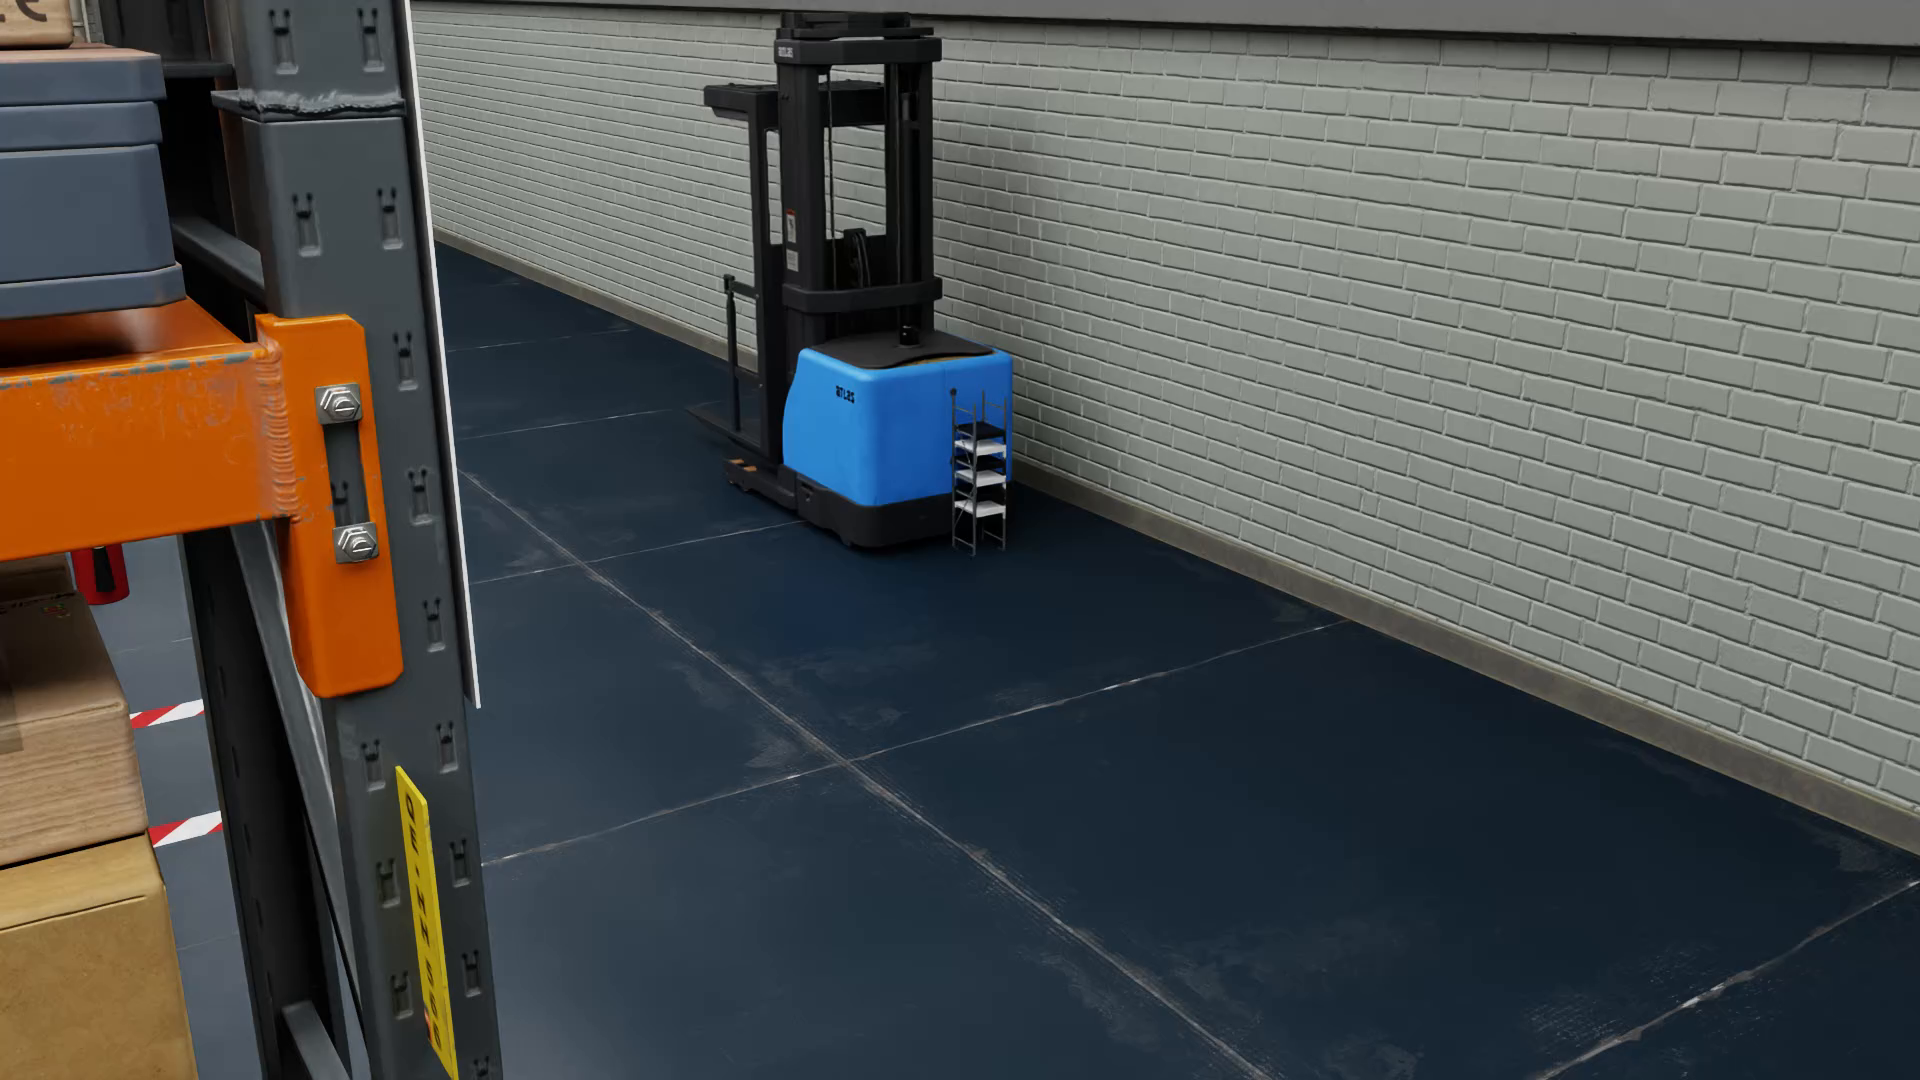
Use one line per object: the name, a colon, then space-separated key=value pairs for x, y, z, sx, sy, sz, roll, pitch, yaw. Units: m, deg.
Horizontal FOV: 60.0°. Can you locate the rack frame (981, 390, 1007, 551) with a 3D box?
rack frame: x=0.193 y=-0.393 z=9.502 sx=0.006 sy=0.900 sz=0.240 roll=-12 pitch=22 yaw=-31

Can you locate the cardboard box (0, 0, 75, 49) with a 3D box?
cardboard box: x=-1.162 y=-0.584 z=1.526 sx=0.500 sy=0.250 sz=0.500 roll=-14 pitch=23 yaw=-36

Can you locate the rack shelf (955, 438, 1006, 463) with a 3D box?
rack shelf: x=0.107 y=-0.514 z=9.403 sx=0.200 sy=0.077 sz=0.258 roll=-12 pitch=22 yaw=-31

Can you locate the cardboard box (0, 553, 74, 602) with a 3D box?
cardboard box: x=-1.285 y=0.069 z=2.125 sx=0.250 sy=0.149 sz=0.380 roll=-11 pitch=22 yaw=-30

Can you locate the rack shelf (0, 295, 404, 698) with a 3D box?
rack shelf: x=-2.506 y=0.181 z=0.964 sx=4.000 sy=0.370 sz=1.077 roll=-12 pitch=22 yaw=-31

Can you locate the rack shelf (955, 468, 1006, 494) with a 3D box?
rack shelf: x=0.107 y=-0.344 z=9.461 sx=0.200 sy=0.077 sz=0.258 roll=-12 pitch=22 yaw=-31

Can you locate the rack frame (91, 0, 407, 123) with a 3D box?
rack frame: x=-0.836 y=-1.933 z=1.411 sx=0.127 sy=3.000 sz=1.000 roll=-12 pitch=22 yaw=-31

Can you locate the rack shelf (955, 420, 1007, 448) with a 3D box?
rack shelf: x=0.107 y=-0.600 z=9.374 sx=0.200 sy=0.077 sz=0.258 roll=-12 pitch=22 yaw=-31

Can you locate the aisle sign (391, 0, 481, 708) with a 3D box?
aisle sign: x=-0.605 y=-0.252 z=1.747 sx=0.004 sy=0.787 sz=0.394 roll=-12 pitch=22 yaw=-31

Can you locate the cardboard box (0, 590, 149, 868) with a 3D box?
cardboard box: x=-1.026 y=0.198 z=1.746 sx=0.250 sy=0.149 sz=0.380 roll=-12 pitch=22 yaw=-31

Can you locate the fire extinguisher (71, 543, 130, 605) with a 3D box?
fire extinguisher: x=-3.179 y=-0.105 z=6.073 sx=0.183 sy=0.674 sz=0.296 roll=-12 pitch=22 yaw=-31

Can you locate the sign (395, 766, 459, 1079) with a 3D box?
sign: x=-0.549 y=0.396 z=1.712 sx=0.005 sy=0.325 sz=0.100 roll=-12 pitch=22 yaw=-31

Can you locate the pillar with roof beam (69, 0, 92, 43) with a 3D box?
pillar with roof beam: x=-10.312 y=-8.114 z=19.693 sx=0.400 sy=9.000 sz=9.100 roll=-12 pitch=22 yaw=-31

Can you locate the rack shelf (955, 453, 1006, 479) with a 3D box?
rack shelf: x=0.107 y=-0.429 z=9.432 sx=0.200 sy=0.077 sz=0.258 roll=-12 pitch=22 yaw=-31

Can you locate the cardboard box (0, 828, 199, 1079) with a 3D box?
cardboard box: x=-1.108 y=0.537 z=1.756 sx=0.500 sy=0.500 sz=0.500 roll=-11 pitch=22 yaw=-30

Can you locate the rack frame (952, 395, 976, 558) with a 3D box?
rack frame: x=0.022 y=-0.358 z=9.398 sx=0.006 sy=0.900 sz=0.240 roll=-12 pitch=22 yaw=-31

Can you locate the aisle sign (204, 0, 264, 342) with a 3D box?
aisle sign: x=-0.935 y=-0.412 z=2.222 sx=0.004 sy=0.787 sz=0.394 roll=-12 pitch=22 yaw=-31

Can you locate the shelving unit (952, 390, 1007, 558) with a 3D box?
shelving unit: x=0.107 y=-0.375 z=9.450 sx=0.210 sy=0.900 sz=0.258 roll=-12 pitch=22 yaw=-31

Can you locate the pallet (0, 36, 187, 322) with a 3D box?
pallet: x=-1.450 y=-0.336 z=1.510 sx=1.213 sy=0.211 sz=1.003 roll=-12 pitch=22 yaw=-31

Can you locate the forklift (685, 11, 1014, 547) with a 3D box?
forklift: x=-0.881 y=-1.766 z=10.393 sx=1.130 sy=2.935 sz=3.031 roll=-11 pitch=22 yaw=-30

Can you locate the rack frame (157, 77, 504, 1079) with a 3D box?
rack frame: x=-0.836 y=0.909 z=2.371 sx=0.127 sy=3.000 sz=1.000 roll=-12 pitch=22 yaw=-31

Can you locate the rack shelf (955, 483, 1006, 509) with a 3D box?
rack shelf: x=0.107 y=-0.259 z=9.489 sx=0.200 sy=0.077 sz=0.258 roll=-12 pitch=22 yaw=-31

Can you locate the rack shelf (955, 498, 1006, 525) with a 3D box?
rack shelf: x=0.107 y=-0.173 z=9.518 sx=0.200 sy=0.077 sz=0.258 roll=-12 pitch=22 yaw=-31
